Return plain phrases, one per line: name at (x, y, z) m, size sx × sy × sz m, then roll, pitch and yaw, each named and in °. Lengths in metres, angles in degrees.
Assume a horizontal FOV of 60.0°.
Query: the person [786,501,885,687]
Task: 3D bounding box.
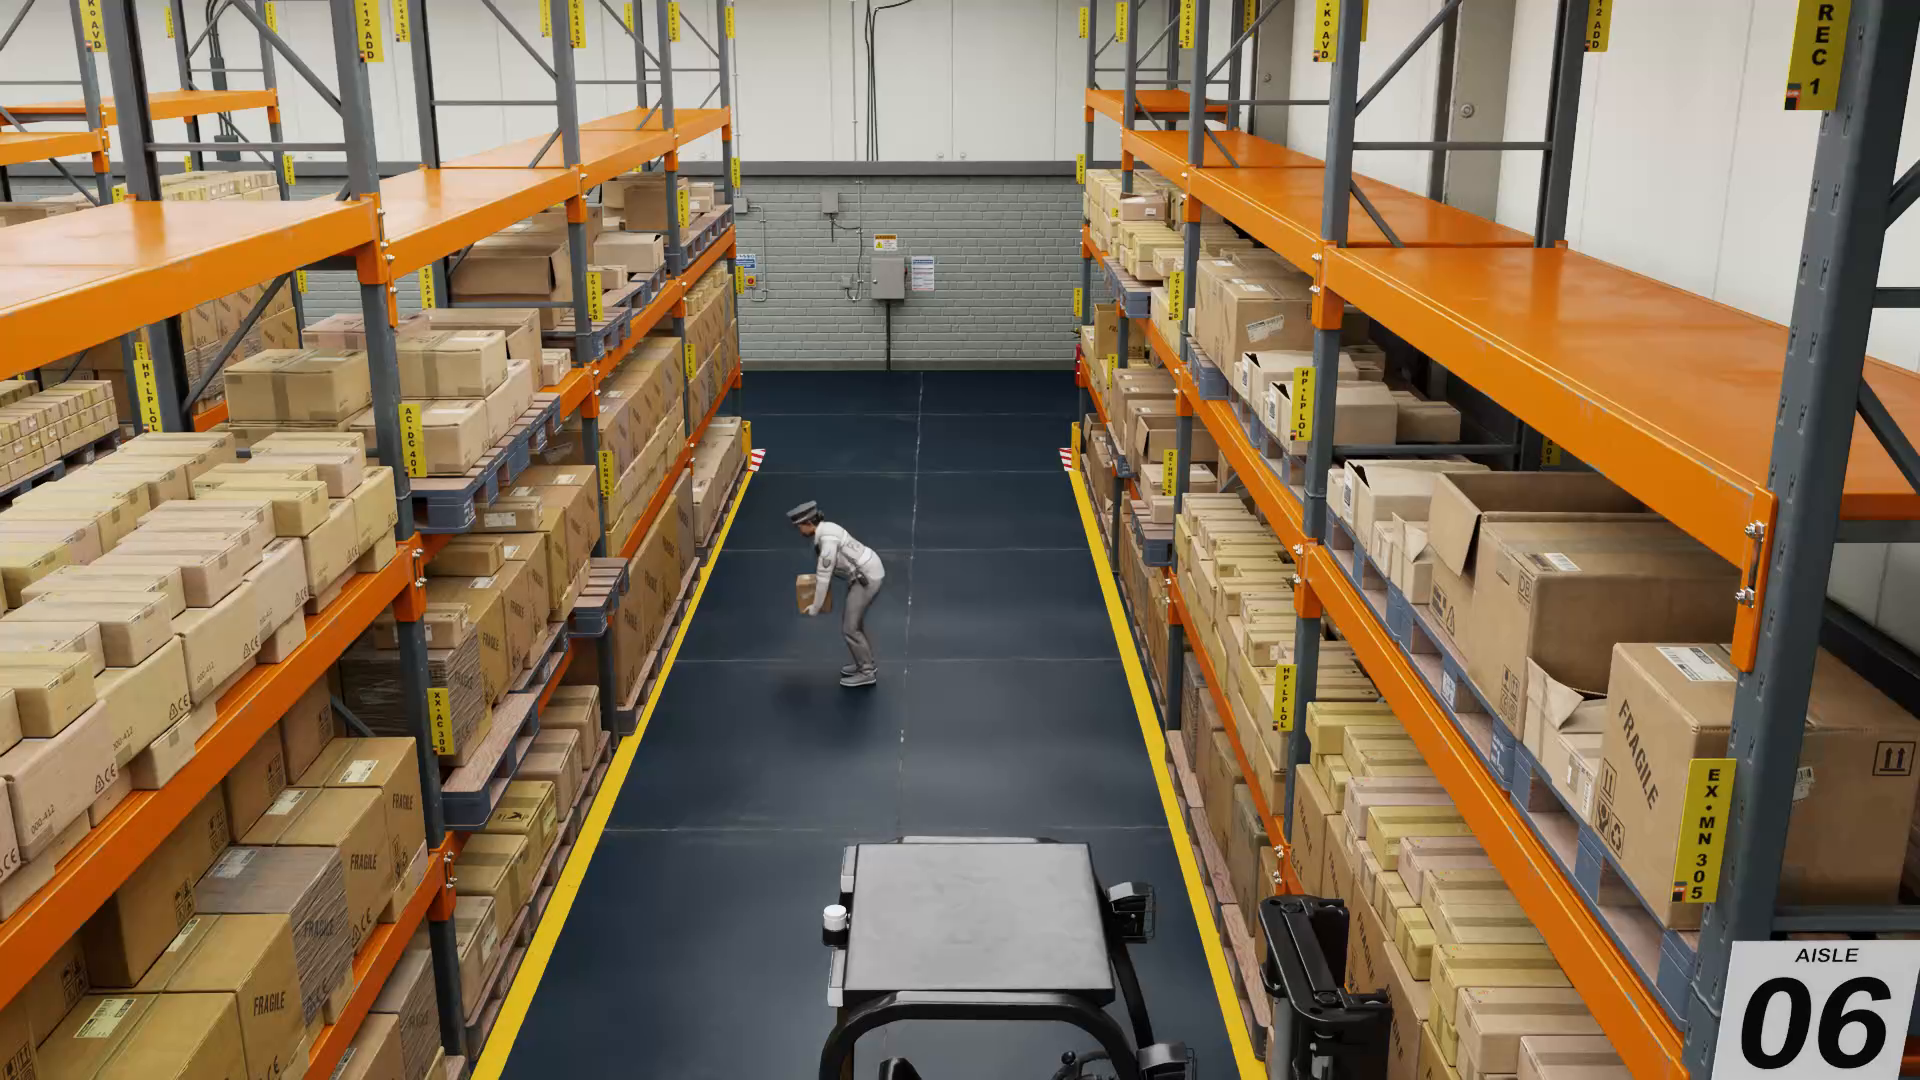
person at (-0.965, 0.411, 13.053) m, size 0.756 × 1.474 × 0.414 m, roll -1°, pitch 17°, yaw -2°
